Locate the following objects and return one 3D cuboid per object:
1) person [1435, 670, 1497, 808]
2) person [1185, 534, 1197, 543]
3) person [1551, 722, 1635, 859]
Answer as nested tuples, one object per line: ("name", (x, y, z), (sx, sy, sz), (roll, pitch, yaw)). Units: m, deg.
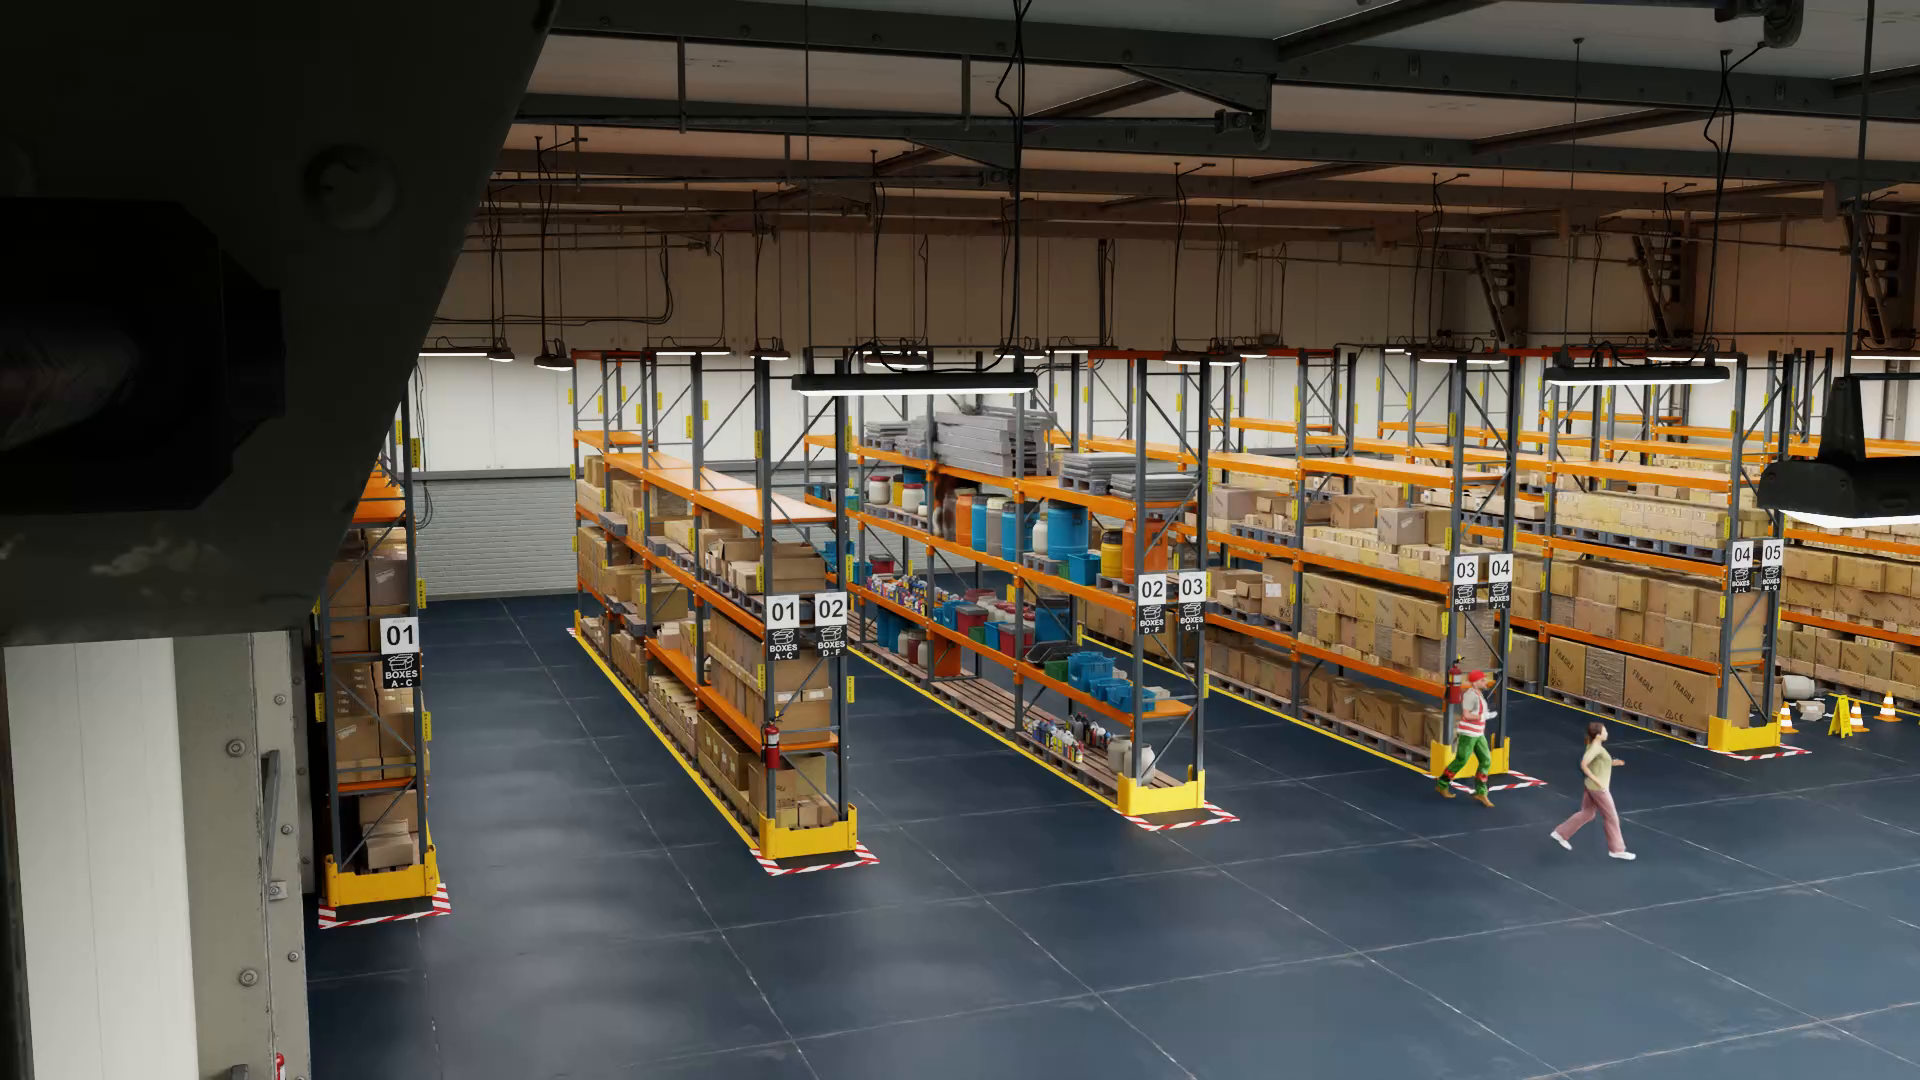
("person", (6.888, 2.660, 22.474), (0.790, 1.835, 0.655), (5, 9, 36))
("person", (5.719, 0.333, 41.533), (0.538, 1.750, 0.709), (1, 7, 5))
("person", (7.650, 2.997, 20.014), (0.969, 1.655, 0.574), (1, 7, 8))
